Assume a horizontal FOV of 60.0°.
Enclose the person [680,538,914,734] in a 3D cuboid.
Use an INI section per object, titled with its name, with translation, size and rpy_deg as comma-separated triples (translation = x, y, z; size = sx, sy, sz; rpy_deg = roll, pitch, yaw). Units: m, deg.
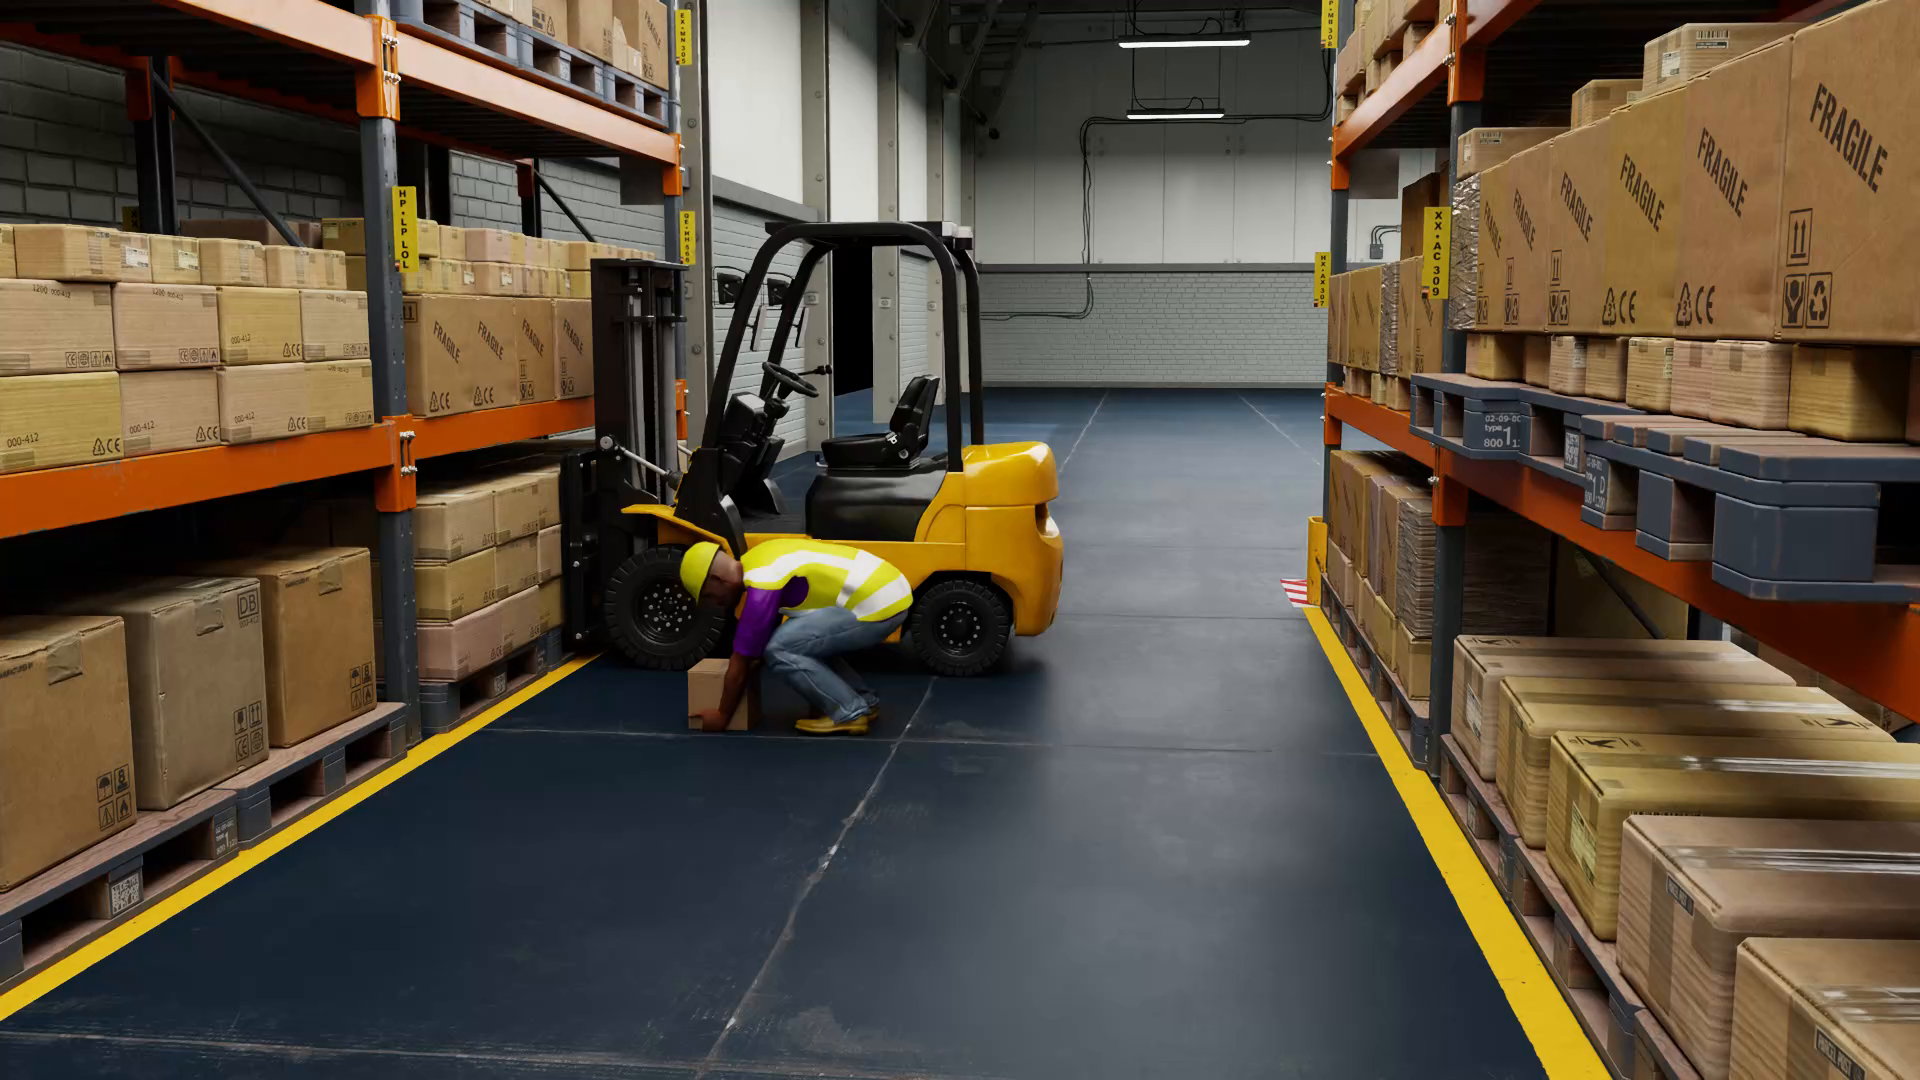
[person]
translation = -0.684, 0.407, 6.956
size = 0.968, 0.799, 0.526
rpy_deg = 1, 8, 5
